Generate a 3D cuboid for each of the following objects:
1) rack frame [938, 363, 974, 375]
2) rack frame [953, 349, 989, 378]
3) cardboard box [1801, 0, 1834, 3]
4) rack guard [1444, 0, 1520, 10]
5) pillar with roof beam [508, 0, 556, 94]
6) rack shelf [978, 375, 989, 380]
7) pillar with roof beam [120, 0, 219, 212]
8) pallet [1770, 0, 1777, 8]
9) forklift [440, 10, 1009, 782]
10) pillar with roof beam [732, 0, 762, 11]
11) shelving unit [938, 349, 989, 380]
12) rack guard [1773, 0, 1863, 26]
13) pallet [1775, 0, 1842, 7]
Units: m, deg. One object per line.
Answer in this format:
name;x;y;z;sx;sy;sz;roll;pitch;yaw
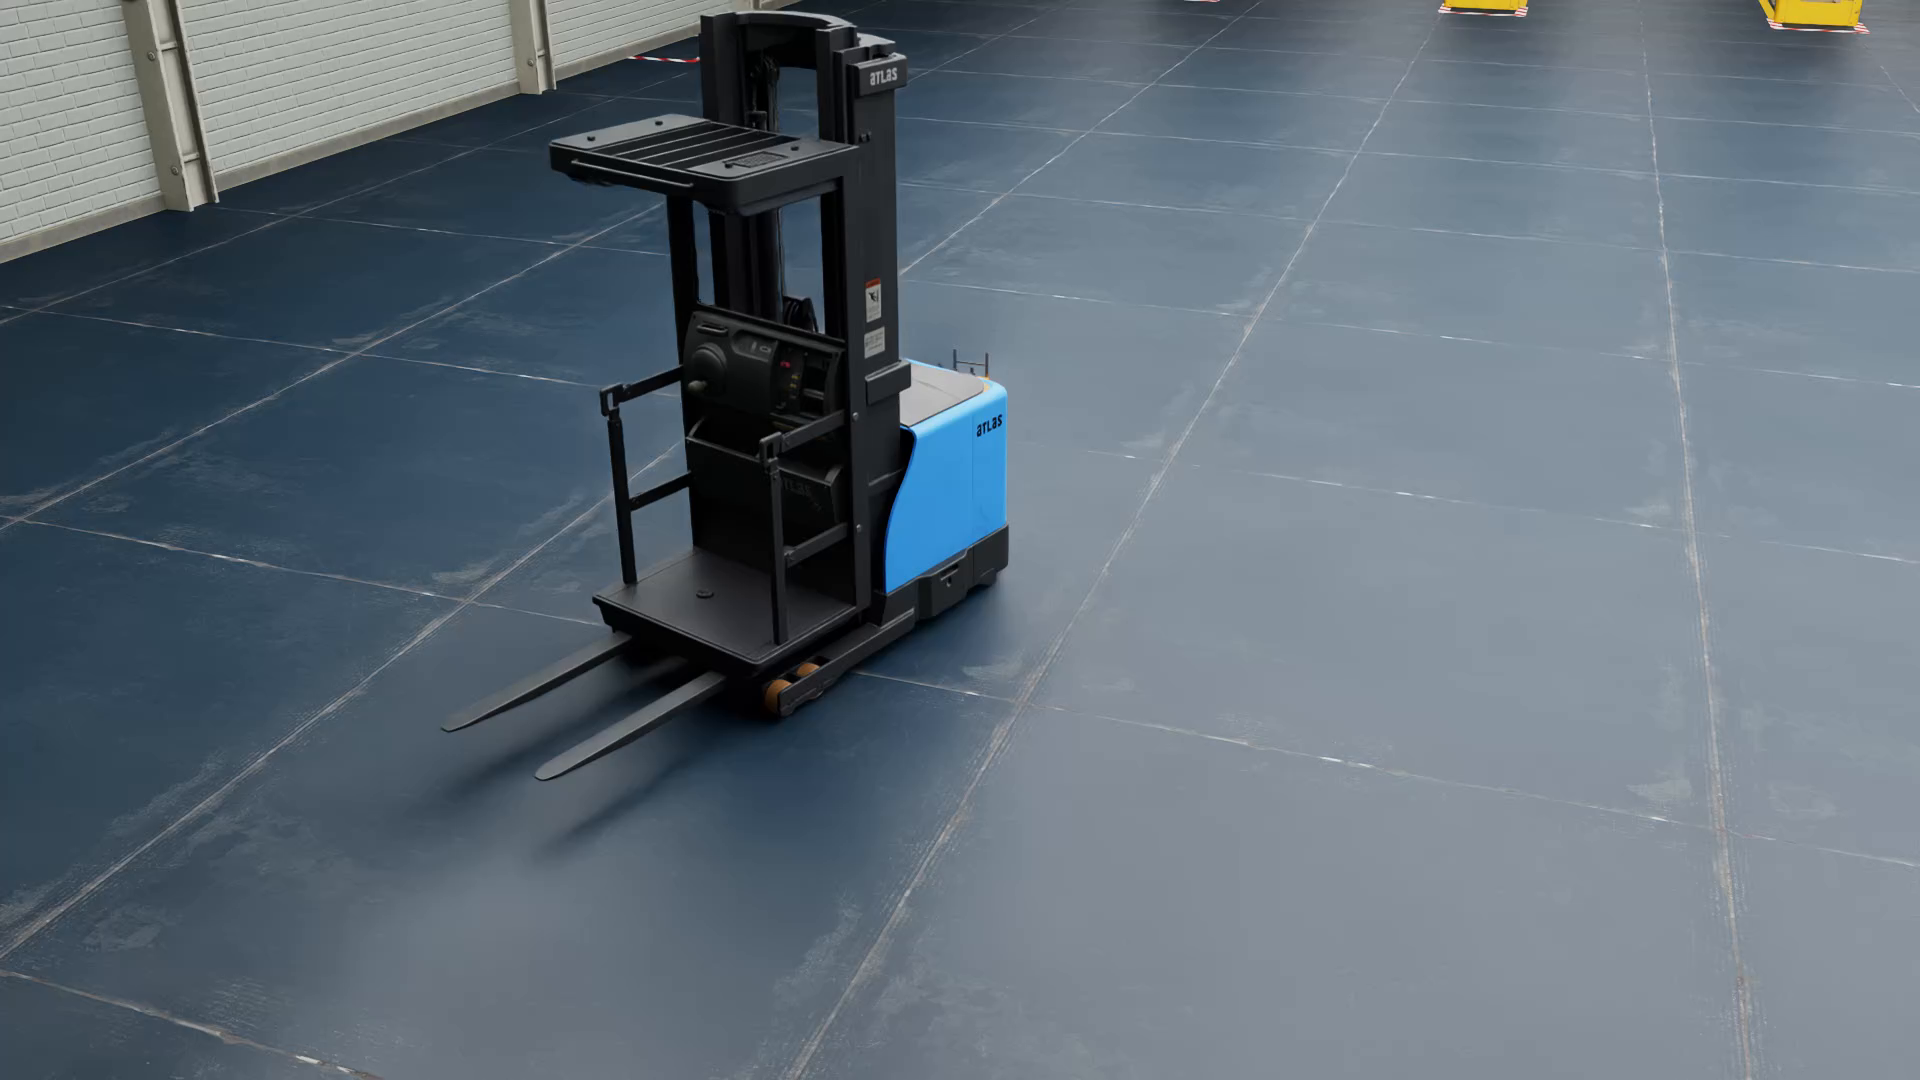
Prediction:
rack frame;-0.023;-0.444;8.963;0.200;1.050;0.008;9;27;17
rack frame;0.058;-0.545;9.170;0.200;1.050;0.008;9;27;17
cardboard box;13.495;-8.687;26.135;0.500;0.500;0.500;14;29;27
rack guard;8.582;-9.000;27.264;1.175;0.500;0.348;9;27;17
pillar with roof beam;-1.258;-9.081;17.679;9.100;9.000;0.400;9;27;17
rack shelf;0.018;-0.740;8.948;0.215;0.259;0.240;9;27;17
pillar with roof beam;-3.255;-6.615;12.587;9.100;9.000;0.400;9;27;17
pallet;14.008;-8.973;27.540;1.003;0.211;1.213;9;27;17
forklift;-1.036;-0.756;7.449;1.130;2.935;3.031;18;31;33
pillar with roof beam;0.739;-11.547;22.772;9.100;9.000;0.400;9;27;17
shelving unit;0.018;-0.495;9.067;0.215;1.050;0.252;9;27;17
rack guard;13.297;-8.275;25.766;1.175;0.500;0.348;9;27;17
pallet;13.600;-8.473;26.508;1.003;0.211;1.213;9;27;17
